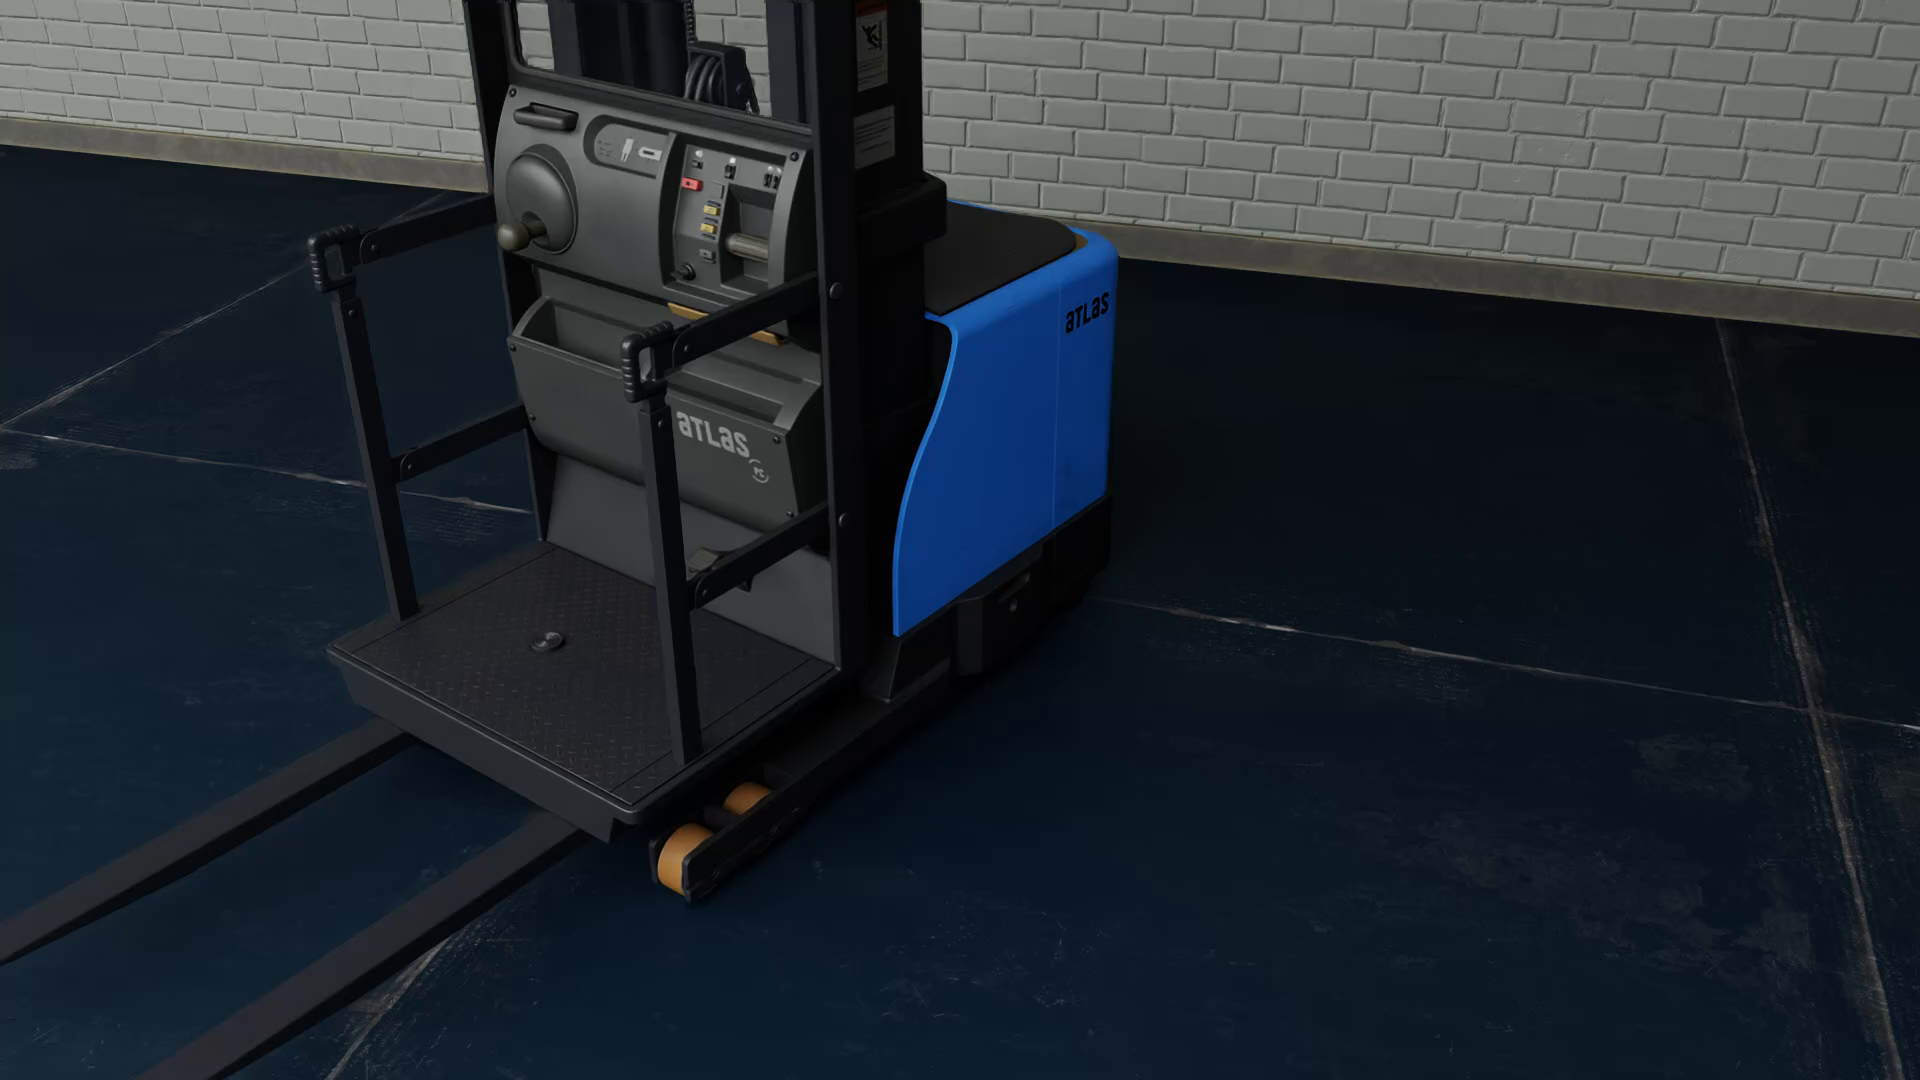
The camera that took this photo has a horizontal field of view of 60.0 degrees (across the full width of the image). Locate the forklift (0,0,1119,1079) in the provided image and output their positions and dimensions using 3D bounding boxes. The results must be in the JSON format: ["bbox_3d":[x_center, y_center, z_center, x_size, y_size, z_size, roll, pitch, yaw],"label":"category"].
[{"bbox_3d":[-0.836,-0.736,3.559,1.130,2.935,3.031,20,35,31],"label":"forklift"}]
